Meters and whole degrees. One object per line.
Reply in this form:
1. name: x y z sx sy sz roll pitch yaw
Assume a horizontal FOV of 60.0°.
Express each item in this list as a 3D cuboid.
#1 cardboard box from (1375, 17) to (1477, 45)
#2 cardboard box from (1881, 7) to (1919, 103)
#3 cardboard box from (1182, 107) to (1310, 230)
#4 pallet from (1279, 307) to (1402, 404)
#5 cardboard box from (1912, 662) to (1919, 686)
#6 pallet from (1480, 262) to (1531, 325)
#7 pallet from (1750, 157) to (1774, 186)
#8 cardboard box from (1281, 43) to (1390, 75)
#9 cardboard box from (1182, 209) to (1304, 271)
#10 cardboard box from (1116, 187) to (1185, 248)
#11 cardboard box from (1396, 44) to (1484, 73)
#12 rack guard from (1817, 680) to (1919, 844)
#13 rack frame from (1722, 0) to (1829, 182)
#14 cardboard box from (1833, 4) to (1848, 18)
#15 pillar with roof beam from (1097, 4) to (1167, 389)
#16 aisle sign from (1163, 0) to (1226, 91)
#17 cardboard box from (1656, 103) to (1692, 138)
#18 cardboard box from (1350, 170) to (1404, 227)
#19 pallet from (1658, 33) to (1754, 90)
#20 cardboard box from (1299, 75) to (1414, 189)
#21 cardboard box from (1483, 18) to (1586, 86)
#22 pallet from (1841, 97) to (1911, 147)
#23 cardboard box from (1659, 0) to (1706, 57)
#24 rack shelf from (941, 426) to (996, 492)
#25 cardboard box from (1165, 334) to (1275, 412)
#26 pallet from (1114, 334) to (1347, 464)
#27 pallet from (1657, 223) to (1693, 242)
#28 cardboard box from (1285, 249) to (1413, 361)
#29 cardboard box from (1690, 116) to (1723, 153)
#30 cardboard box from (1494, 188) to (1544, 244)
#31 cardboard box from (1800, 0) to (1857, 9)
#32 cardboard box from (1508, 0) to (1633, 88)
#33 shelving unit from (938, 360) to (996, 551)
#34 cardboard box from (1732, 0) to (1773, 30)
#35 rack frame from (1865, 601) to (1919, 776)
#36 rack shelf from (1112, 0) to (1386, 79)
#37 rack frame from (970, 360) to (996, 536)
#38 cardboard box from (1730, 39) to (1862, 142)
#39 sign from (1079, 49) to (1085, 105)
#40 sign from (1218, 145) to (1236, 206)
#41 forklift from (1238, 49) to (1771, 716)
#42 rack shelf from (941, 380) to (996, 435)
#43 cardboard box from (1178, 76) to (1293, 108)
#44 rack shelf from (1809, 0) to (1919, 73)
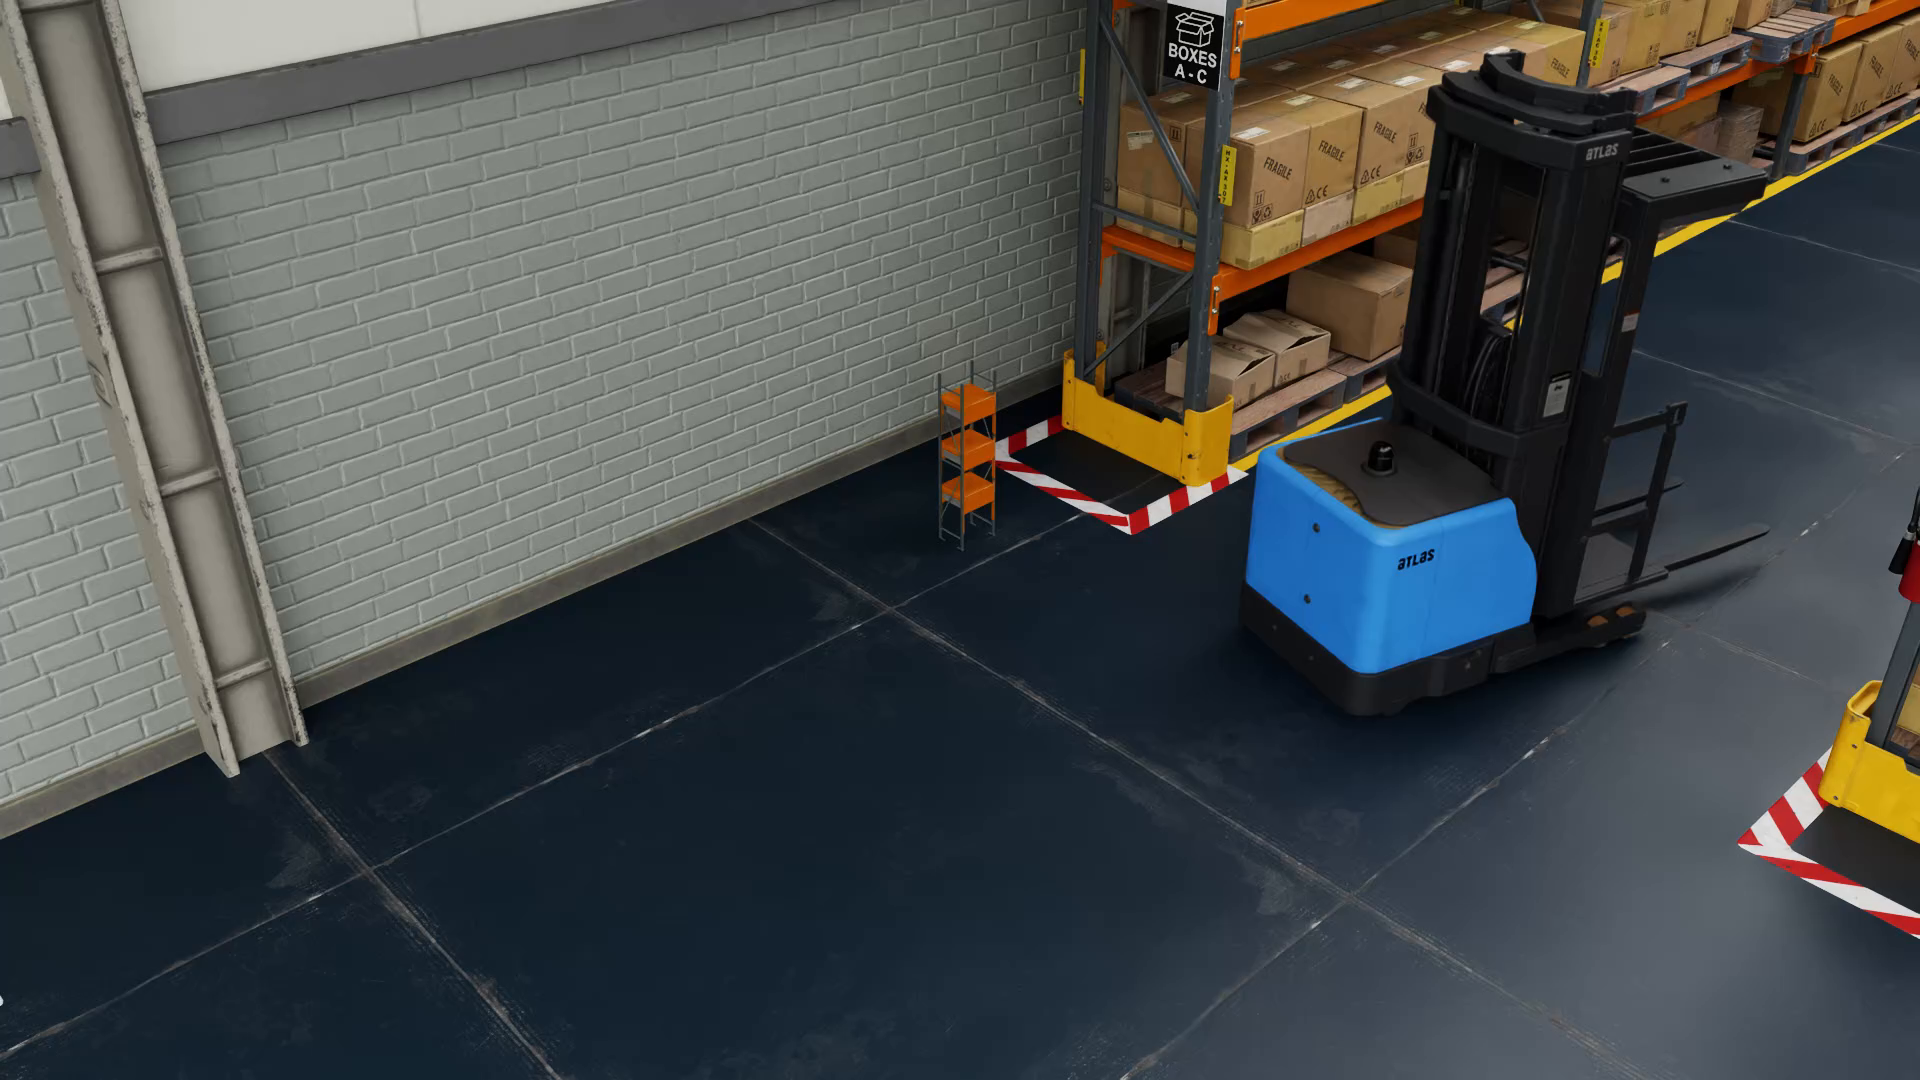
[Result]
1. cardboard box: 3.165 -3.260 11.447 0.500 0.500 0.500 -26 40 -36
2. cardboard box: 8.861 -4.768 16.164 0.750 0.750 0.750 -24 39 -34
3. cardboard box: 1.654 -2.165 9.655 0.500 0.500 0.500 -26 40 -35
4. pallet: 2.670 -1.388 11.653 1.213 0.211 1.003 -26 40 -35
5. cardboard box: 4.662 0.418 7.540 0.500 0.500 0.500 -26 40 -35
6. pallet: 3.565 -1.823 12.364 1.213 0.211 1.003 -26 40 -35
7. pallet: 6.392 -3.217 14.643 1.213 0.211 1.003 -26 40 -35
8. cardboard box: 2.422 -2.897 10.853 0.500 0.500 0.500 -25 39 -35
9. cardboard box: 1.674 -1.842 9.846 0.500 0.250 0.500 -27 41 -37
10. cardboard box: 1.311 -2.030 10.154 0.500 0.250 0.500 -25 39 -35
11. cardboard box: 3.158 -2.889 10.840 0.500 0.500 0.500 -27 41 -37
12. rack guard: 4.453 1.123 7.269 0.348 0.500 1.175 -26 40 -35
13. rack frame: 6.966 -4.684 14.368 0.127 3.000 1.000 -26 40 -35
14. cardboard box: 7.556 -4.699 14.615 0.250 0.149 0.380 -25 39 -35
15. pillar with roof beam: 3.952 -3.338 6.417 0.400 9.000 9.100 -26 40 -35
16. aisle sign: 1.251 -2.815 8.820 0.004 0.787 0.394 -26 40 -35
17. cardboard box: 5.639 -3.487 13.667 0.500 0.250 0.500 -26 40 -36
18. cardboard box: 2.422 -2.210 10.448 0.500 0.250 0.500 -27 40 -36
19. pallet: 5.543 -3.884 13.244 1.213 0.211 1.003 -26 40 -35
20. cardboard box: 2.407 -2.517 10.231 0.500 0.500 0.500 -27 41 -37
21. cardboard box: 3.897 -3.243 11.419 0.500 0.500 0.500 -26 40 -36
22. pallet: 8.490 -4.175 16.210 1.213 0.211 1.003 -26 40 -35
23. cardboard box: 5.306 -4.104 12.902 0.500 0.500 0.700 -20 37 -29
24. rack shelf: 0.039 -0.458 9.347 0.240 0.259 0.215 -26 40 -35
25. cardboard box: 1.669 -1.097 10.659 0.500 0.311 0.500 24 39 34
26. pallet: 1.775 -0.958 10.948 1.213 0.211 1.003 -26 40 -35
27. pallet: 5.498 -2.787 13.939 1.213 0.211 1.003 -26 40 -35
28. cardboard box: 2.659 -1.621 11.335 0.700 0.500 0.500 26 40 36
29. cardboard box: 6.017 -3.391 14.229 0.500 0.500 0.700 -26 40 -36
30. cardboard box: 4.562 -2.653 13.023 0.500 0.500 0.700 -24 39 -34
31. cardboard box: 7.496 -4.936 14.381 0.500 0.500 0.500 -24 39 -34
32. cardboard box: 4.429 -3.663 12.181 0.500 0.500 0.700 -26 40 -35
33. shelving unit: 0.039 -0.467 9.342 0.252 1.050 0.215 -26 40 -35
34. cardboard box: 6.237 -4.535 13.607 0.700 0.500 0.500 25 39 35
35. rack frame: 4.471 0.048 6.631 0.127 3.000 1.000 -26 40 -35
36. rack shelf: 2.567 -3.528 10.293 4.000 0.370 1.077 -26 40 -35
37. rack frame: 0.129 -0.510 9.412 0.008 1.050 0.200 -26 40 -35
38. cardboard box: 7.595 -4.156 15.164 0.750 0.750 0.750 -26 40 -36
39. sign: 0.737 -2.694 9.702 0.005 0.325 0.100 -26 40 -35
40. sign: 1.469 -2.008 9.163 0.005 0.325 0.100 -26 40 -35
41. forklift: 3.019 -0.919 8.277 3.031 2.935 1.130 -15 34 -23
42. rack shelf: 0.039 -0.700 9.199 0.240 0.259 0.215 -26 40 -35
43. cardboard box: 1.677 -2.534 10.258 0.500 0.500 0.500 -25 39 -35
44. rack shelf: 8.433 -5.086 15.716 4.000 0.370 1.077 -26 40 -35
